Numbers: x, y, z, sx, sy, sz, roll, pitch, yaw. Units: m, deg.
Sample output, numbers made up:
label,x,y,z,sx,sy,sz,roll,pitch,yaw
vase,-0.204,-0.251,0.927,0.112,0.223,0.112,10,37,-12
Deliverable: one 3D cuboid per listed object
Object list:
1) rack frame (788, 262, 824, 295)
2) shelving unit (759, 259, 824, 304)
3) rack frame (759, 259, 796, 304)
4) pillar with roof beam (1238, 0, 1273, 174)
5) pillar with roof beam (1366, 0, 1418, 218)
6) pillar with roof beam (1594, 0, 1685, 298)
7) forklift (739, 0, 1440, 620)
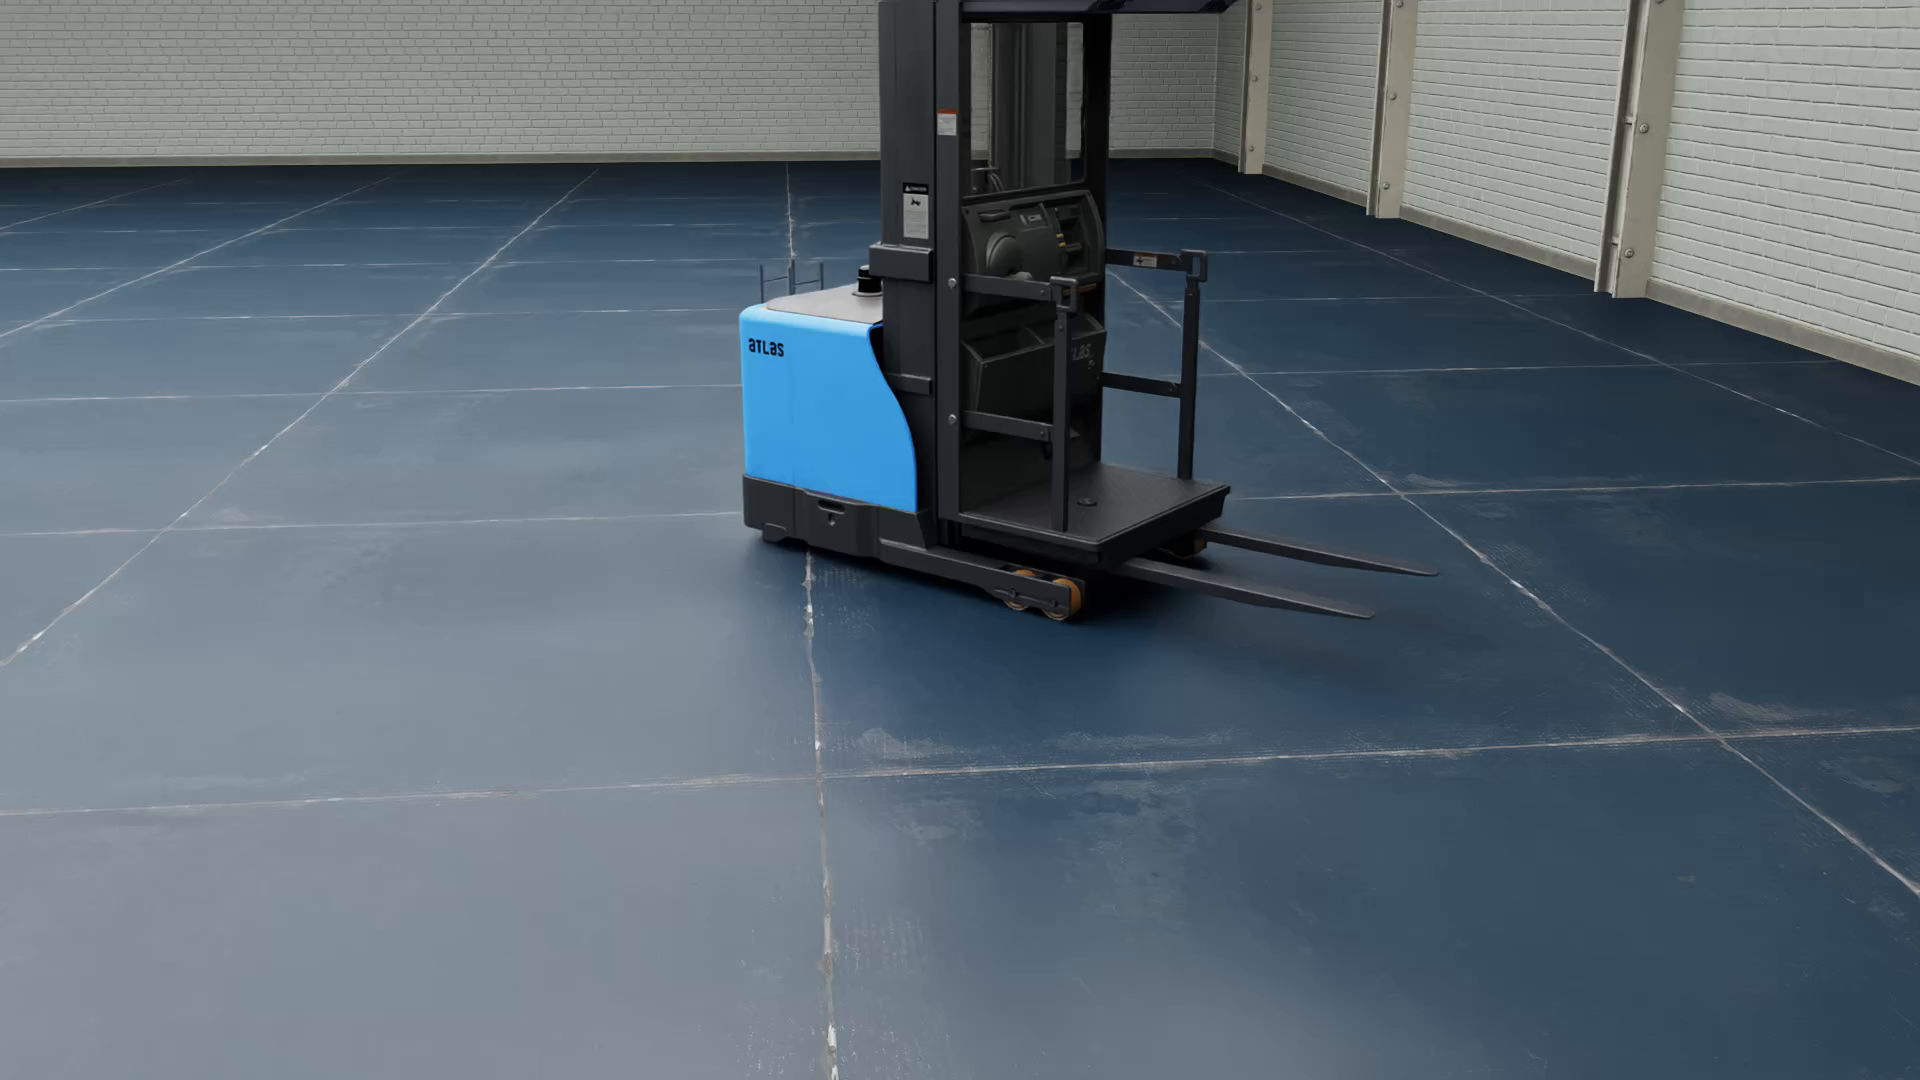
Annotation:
label,x,y,z,sx,sy,sz,roll,pitch,yaw
rack frame,-0.719,-0.711,7.938,0.006,1.200,0.240,13,22,35
shelving unit,-0.792,-0.727,7.991,0.189,1.200,0.258,13,22,35
rack frame,-0.865,-0.744,8.044,0.006,1.200,0.240,13,22,35
pillar with roof beam,0.252,-9.885,24.139,9.100,9.000,0.400,-2,18,-6
pillar with roof beam,0.870,-8.097,18.445,9.100,9.000,0.400,-2,18,-6
pillar with roof beam,1.489,-6.310,12.751,9.100,9.000,0.400,-2,18,-6
forklift,0.482,-1.256,6.785,3.031,2.935,1.130,13,22,35
